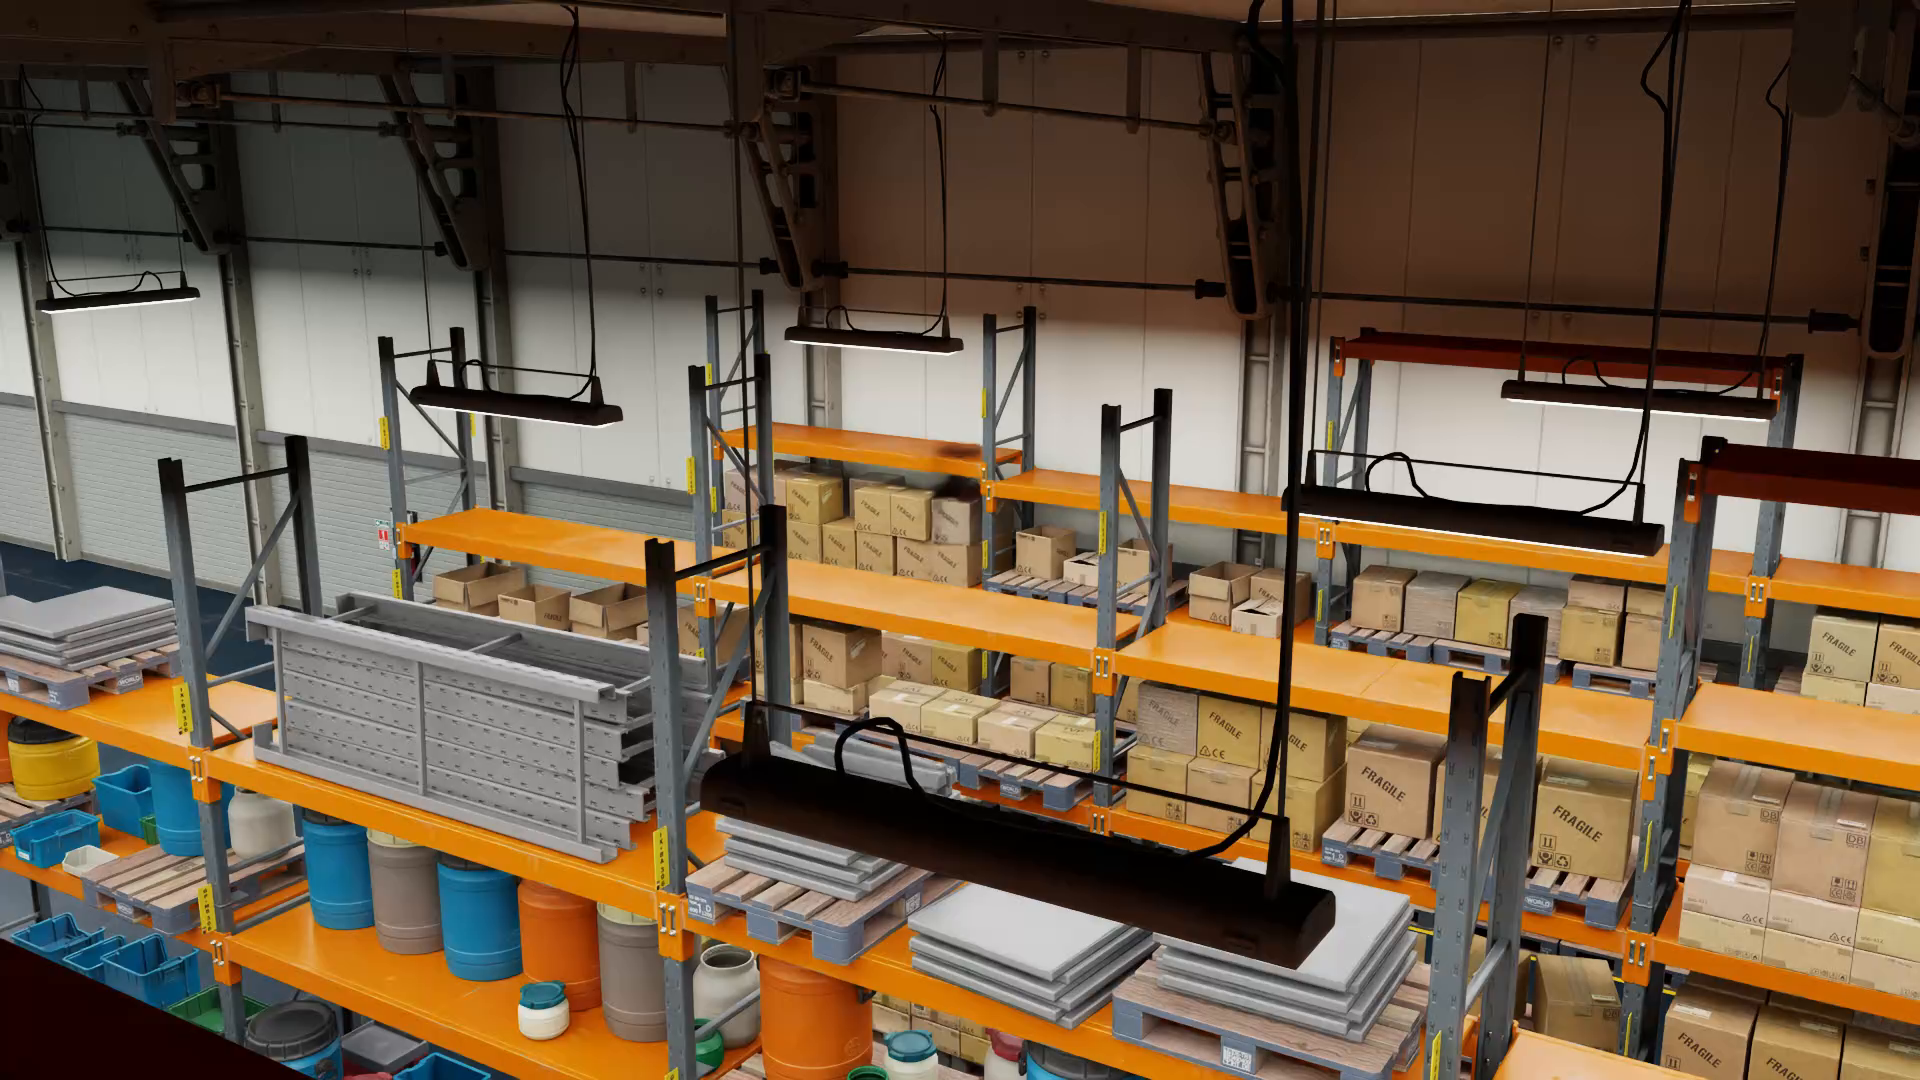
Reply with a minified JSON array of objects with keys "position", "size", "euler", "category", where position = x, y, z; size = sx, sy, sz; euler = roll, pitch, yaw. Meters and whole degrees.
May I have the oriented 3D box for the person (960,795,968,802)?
[{"position":[-0.109,2.894,18.289],"size":[0.746,1.665,0.555],"euler":[10,17,35],"category":"person"}]
